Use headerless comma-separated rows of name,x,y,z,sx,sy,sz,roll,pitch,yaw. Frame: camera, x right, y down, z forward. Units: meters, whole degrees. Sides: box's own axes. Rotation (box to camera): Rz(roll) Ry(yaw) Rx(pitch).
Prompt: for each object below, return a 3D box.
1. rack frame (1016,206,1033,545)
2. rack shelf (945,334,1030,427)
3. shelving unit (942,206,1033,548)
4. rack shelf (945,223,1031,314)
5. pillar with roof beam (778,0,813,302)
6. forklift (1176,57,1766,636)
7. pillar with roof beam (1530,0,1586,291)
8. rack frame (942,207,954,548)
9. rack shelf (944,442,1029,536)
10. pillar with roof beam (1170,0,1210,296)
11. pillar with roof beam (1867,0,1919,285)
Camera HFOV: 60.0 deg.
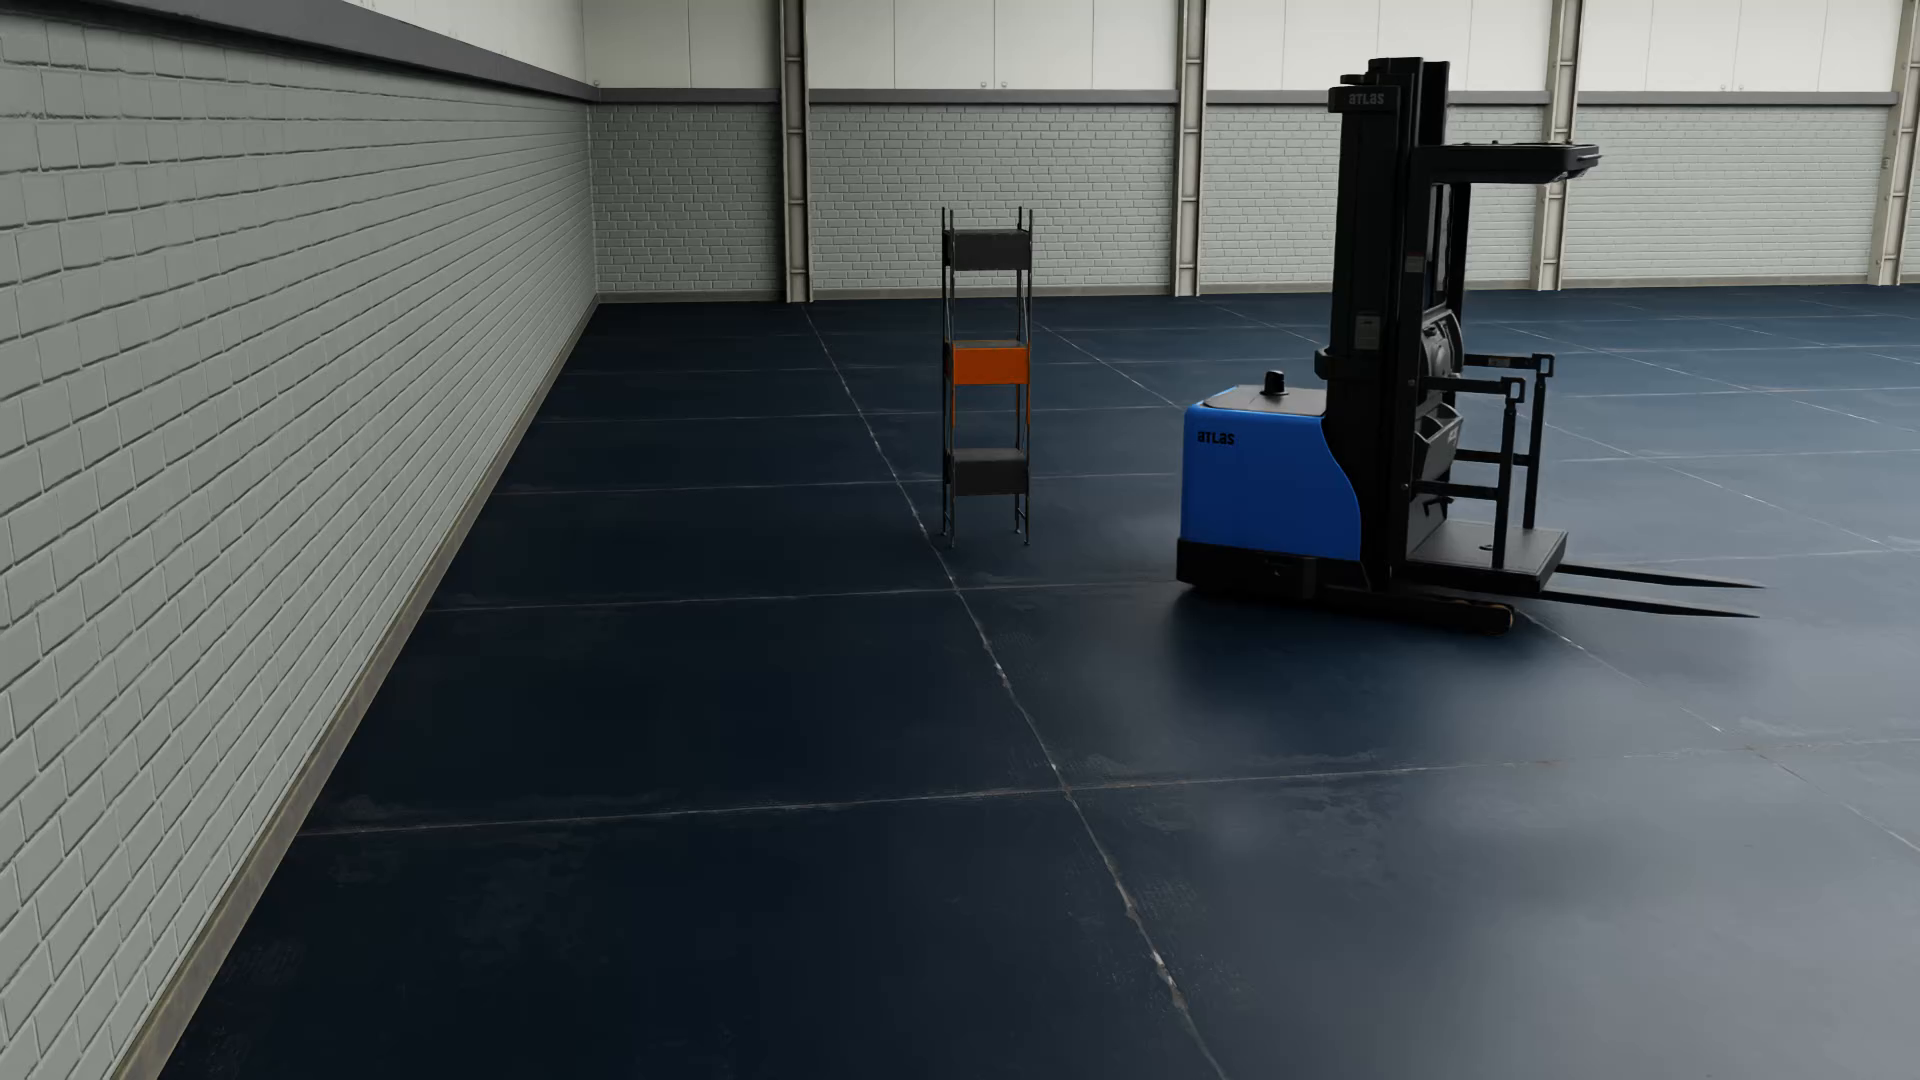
rack frame,0.405,-1.033,10.526,0.015,2.100,0.400,-2,14,-8
rack shelf,0.164,-1.011,10.494,0.480,0.518,0.431,-2,14,-8
shelving unit,0.164,-1.024,10.490,0.503,2.100,0.431,-2,14,-8
rack shelf,0.164,-1.690,10.323,0.480,0.518,0.431,-2,14,-8
pillar with roof beam,-1.786,-6.937,19.883,0.400,9.000,9.100,-2,14,-8
forklift,2.792,-1.064,8.939,3.031,2.935,1.130,7,16,26
pillar with roof beam,10.080,-7.372,21.617,0.400,9.000,9.100,-2,14,-8
rack frame,-0.078,-1.016,10.455,0.015,2.100,0.400,-2,14,-8
rack shelf,0.164,-0.332,10.664,0.480,0.518,0.431,-2,14,-8
pillar with roof beam,4.147,-7.154,20.750,0.400,9.000,9.100,-2,14,-8
pillar with roof beam,16.013,-7.589,22.484,0.400,9.000,9.100,-2,14,-8
